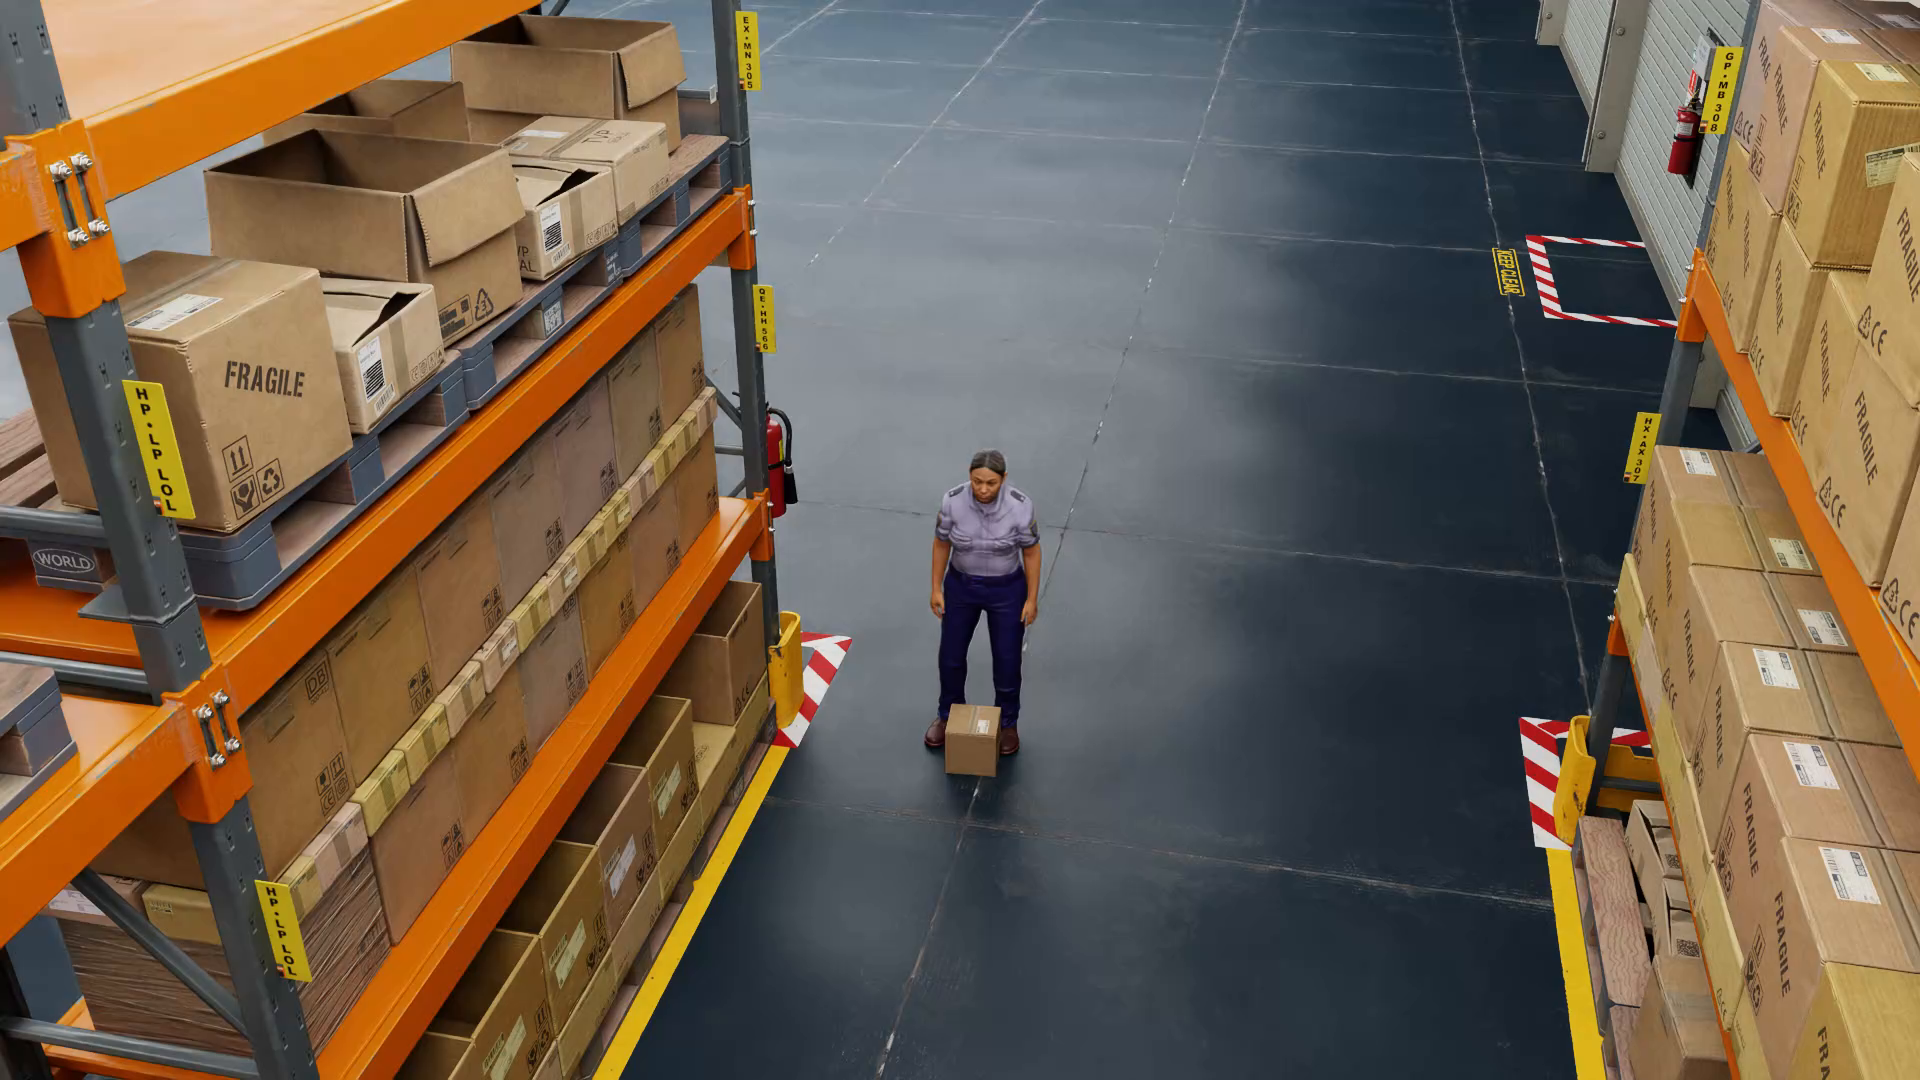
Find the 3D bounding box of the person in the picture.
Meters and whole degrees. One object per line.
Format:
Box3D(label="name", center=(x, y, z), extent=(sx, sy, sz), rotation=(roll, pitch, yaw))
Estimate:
Box3D(label="person", center=(0.106, 0.269, 8.133), extent=(0.547, 1.652, 0.367), rotation=(5, 29, 9))
